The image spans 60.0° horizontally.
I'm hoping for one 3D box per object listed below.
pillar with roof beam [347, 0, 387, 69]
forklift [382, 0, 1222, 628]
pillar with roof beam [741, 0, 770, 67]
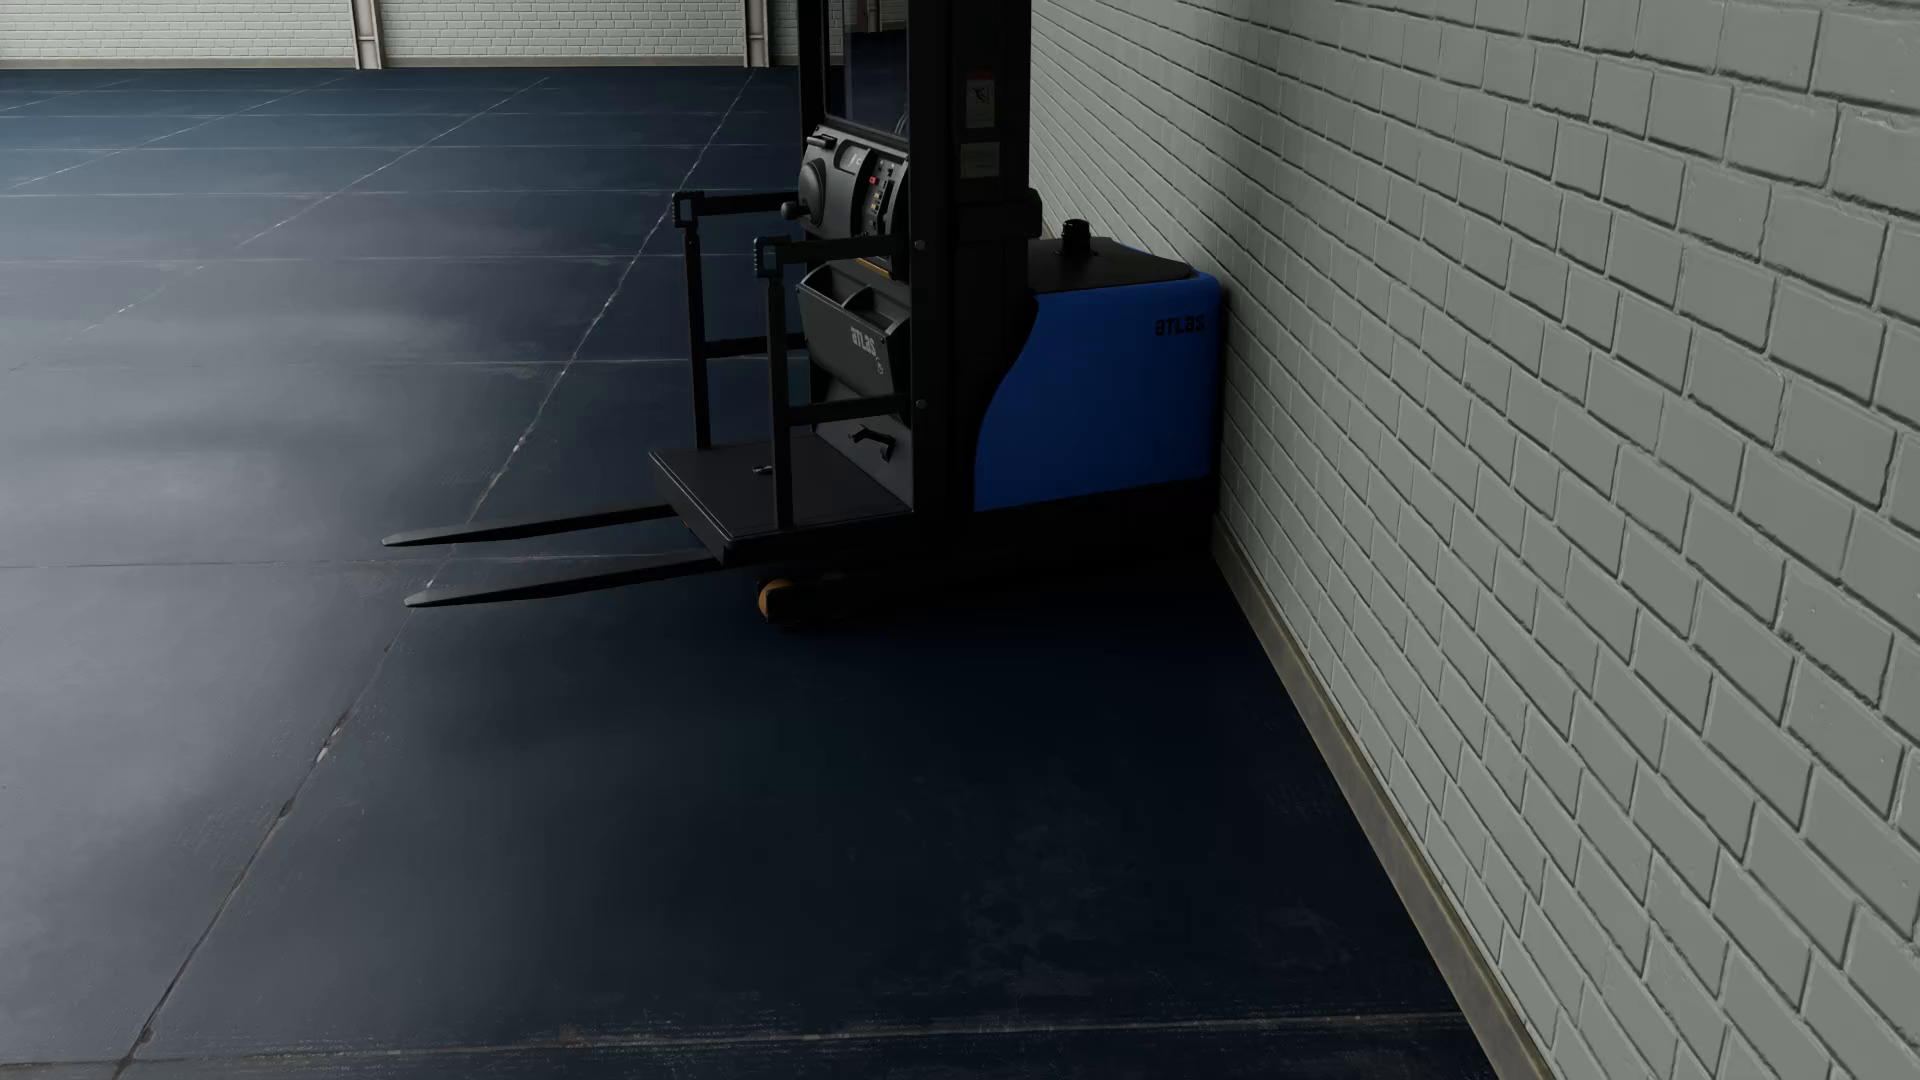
[{"bbox_3d":[-8.953,-10.053,20.379,0.400,9.000,9.100,-1,21,-3],"label":"pillar with roof beam"},{"bbox_3d":[-0.570,-1.278,5.857,3.031,2.935,1.130,-9,23,-23],"label":"forklift"},{"bbox_3d":[-2.963,-10.175,20.699,0.400,9.000,9.100,-1,21,-3],"label":"pillar with roof beam"}]
